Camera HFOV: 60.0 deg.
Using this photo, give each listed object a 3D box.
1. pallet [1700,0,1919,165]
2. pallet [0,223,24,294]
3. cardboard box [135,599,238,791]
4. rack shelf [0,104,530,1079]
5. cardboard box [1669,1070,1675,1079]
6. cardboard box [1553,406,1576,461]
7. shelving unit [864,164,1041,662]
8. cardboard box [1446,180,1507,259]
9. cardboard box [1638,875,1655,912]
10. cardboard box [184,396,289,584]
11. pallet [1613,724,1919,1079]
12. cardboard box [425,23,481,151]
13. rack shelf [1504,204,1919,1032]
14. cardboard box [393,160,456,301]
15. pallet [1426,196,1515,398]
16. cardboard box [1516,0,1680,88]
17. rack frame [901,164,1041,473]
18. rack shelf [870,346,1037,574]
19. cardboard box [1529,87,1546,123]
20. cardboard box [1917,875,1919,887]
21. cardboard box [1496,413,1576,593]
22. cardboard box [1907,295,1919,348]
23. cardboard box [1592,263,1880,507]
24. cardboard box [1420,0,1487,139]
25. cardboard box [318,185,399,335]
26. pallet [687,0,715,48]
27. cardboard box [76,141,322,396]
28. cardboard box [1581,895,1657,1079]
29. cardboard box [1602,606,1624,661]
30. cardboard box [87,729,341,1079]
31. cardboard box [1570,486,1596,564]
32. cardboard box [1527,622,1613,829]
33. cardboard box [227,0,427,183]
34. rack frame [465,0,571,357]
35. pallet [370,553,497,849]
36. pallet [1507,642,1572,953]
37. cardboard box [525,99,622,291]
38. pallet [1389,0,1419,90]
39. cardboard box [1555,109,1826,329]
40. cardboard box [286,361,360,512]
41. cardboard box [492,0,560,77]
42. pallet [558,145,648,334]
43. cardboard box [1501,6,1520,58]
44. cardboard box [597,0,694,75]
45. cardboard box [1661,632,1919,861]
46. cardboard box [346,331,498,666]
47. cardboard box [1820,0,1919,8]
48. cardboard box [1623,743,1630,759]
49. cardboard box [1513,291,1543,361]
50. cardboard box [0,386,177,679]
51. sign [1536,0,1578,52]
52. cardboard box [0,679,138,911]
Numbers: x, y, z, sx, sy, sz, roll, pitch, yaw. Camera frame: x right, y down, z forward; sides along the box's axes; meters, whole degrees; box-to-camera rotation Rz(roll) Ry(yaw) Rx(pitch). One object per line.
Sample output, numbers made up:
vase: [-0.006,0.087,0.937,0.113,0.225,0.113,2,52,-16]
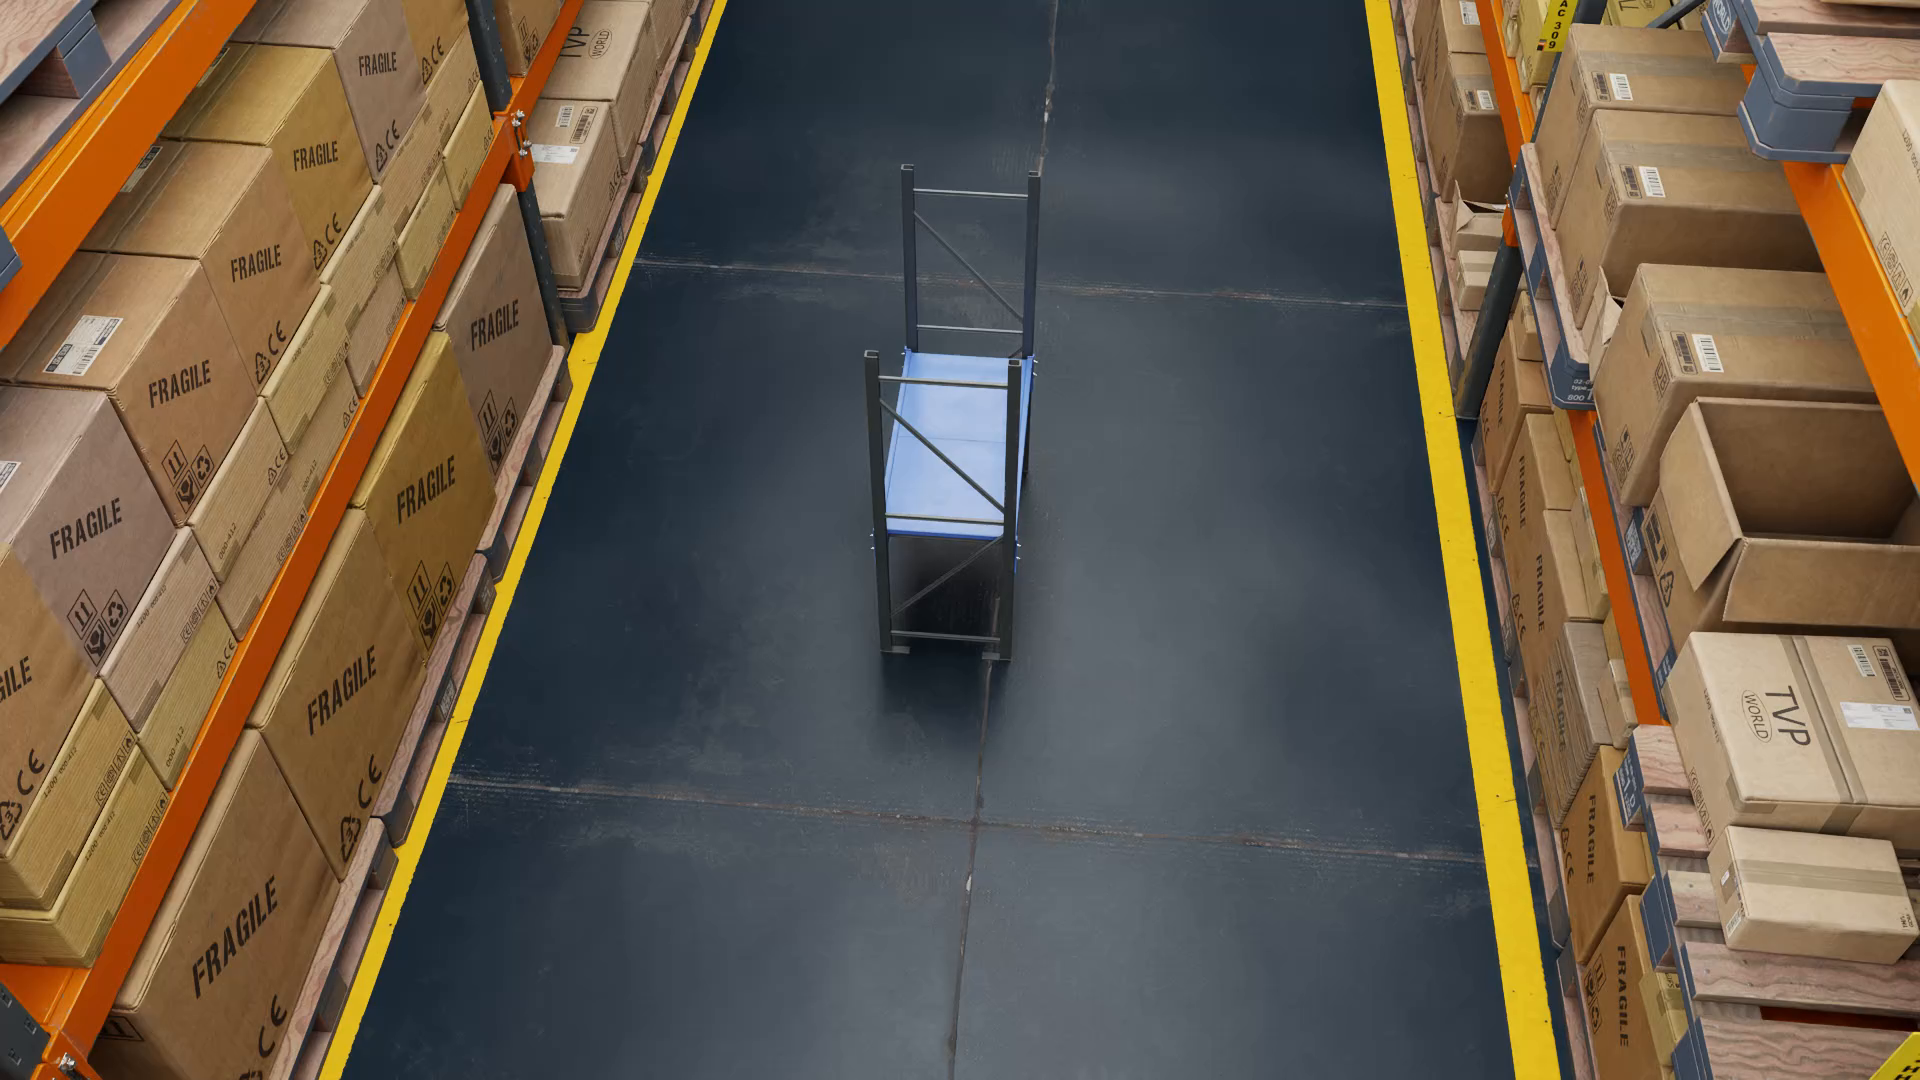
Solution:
pallet: [2.446,-1.261,3.991,1.213,0.211,1.003,4,48,4]
pallet: [-2.635,-0.365,3.173,1.213,0.211,1.003,6,48,5]
cardboard box: [-2.317,0.389,4.489,0.500,0.250,0.500,3,48,2]
rack shelf: [-2.459,-0.167,5.383,1.077,0.370,4.000,4,48,4]
cardboard box: [2.095,1.494,4.347,0.380,0.149,0.250,2,48,2]
cardboard box: [2.409,-0.422,6.099,0.380,0.149,0.250,2,48,2]
shelving unit: [-0.008,-0.443,6.165,0.538,1.500,1.048,4,48,4]
cardboard box: [2.458,-1.459,7.646,0.396,0.266,0.258,5,48,5]
cardboard box: [2.157,1.101,4.706,0.380,0.149,0.250,2,48,2]
cardboard box: [-2.243,-0.159,4.652,0.500,0.250,0.500,4,48,3]
pallet: [2.294,0.953,4.002,1.213,0.211,1.003,4,48,4]
cardboard box: [-2.075,-1.657,6.022,0.500,0.250,0.500,4,48,3]
rack shelf: [2.484,0.164,5.081,1.077,0.370,4.000,4,48,4]
cardboard box: [-2.114,-1.108,5.858,0.500,0.250,0.500,3,48,3]
pallet: [2.730,-1.112,7.650,1.003,0.211,1.213,4,48,4]
cardboard box: [2.470,-1.989,6.462,0.500,0.250,0.500,5,48,5]
rack frame: [0.039,-0.817,6.507,0.500,1.500,0.032,4,48,4]
rack shelf: [-0.008,-0.322,6.298,0.538,0.185,1.000,4,48,4]
cardboard box: [2.444,-1.715,6.482,0.380,0.149,0.250,4,48,4]
cardboard box: [2.505,0.848,3.615,0.500,0.500,0.500,6,48,5]
cardboard box: [2.360,-0.114,6.257,0.500,0.500,0.500,3,48,3]
cardboard box: [2.152,-0.334,3.117,0.500,0.250,0.500,4,48,4]
cardboard box: [2.281,-0.426,4.781,0.700,0.500,0.500,4,48,3]
cardboard box: [2.617,-2.335,8.289,0.500,0.500,0.500,5,48,4]
cardboard box: [-2.154,-0.908,5.337,0.500,0.250,0.500,5,48,4]
pallet: [-1.907,-3.285,9.637,1.003,0.211,1.213,4,48,4]
cardboard box: [-2.205,-0.772,4.704,0.500,0.500,0.500,5,48,4]
cardboard box: [2.183,1.401,4.872,0.500,0.500,0.500,3,48,3]
cardboard box: [2.317,0.344,5.398,0.380,0.149,0.250,4,48,4]
cardboard box: [-2.495,1.133,4.862,0.875,0.875,0.875,3,48,3]
cardboard box: [2.337,-0.038,5.748,0.380,0.149,0.250,4,48,3]
cardboard box: [2.257,0.633,5.574,0.500,0.500,0.500,2,48,2]
cardboard box: [-2.107,-1.525,5.392,0.500,0.500,0.500,5,48,4]
rack frame: [-2.277,-1.879,6.462,1.000,3.000,0.127,4,48,4]
pallet: [-2.380,0.533,6.146,1.003,0.211,1.213,4,48,4]
pallet: [2.522,0.892,5.817,1.003,0.211,1.213,4,48,4]
cardboard box: [-2.112,-1.611,7.668,0.875,0.438,0.875,3,48,3]
pallet: [2.953,-2.905,9.290,1.003,0.211,1.213,4,48,4]
cardboard box: [2.353,-1.003,5.308,0.700,0.500,0.500,4,48,4]
cardboard box: [-2.222,-0.359,5.173,0.500,0.250,0.500,4,48,4]
cardboard box: [-1.973,-2.240,6.725,0.500,0.500,0.500,5,48,5]
pallet: [-2.129,-1.492,7.997,1.003,0.211,1.213,4,48,4]
cardboard box: [2.446,-2.100,6.834,0.380,0.149,0.250,5,48,5]
cardboard box: [-1.948,-2.931,8.876,0.875,0.438,0.875,5,48,5]
cardboard box: [2.076,0.503,4.100,0.500,0.250,0.500,2,48,2]
cardboard box: [-2.328,-0.179,6.062,0.875,0.875,0.875,5,48,5]
cardboard box: [2.129,-1.327,3.742,0.380,0.149,0.250,5,48,4]
cardboard box: [2.248,0.726,5.048,0.380,0.149,0.250,3,48,3]
cardboard box: [2.369,-0.820,6.463,0.380,0.149,0.250,6,48,5]
cardboard box: [-2.317,-0.022,4.018,0.500,0.500,0.500,4,48,4]
sign: [2.126,-1.871,5.868,0.100,0.325,0.005,4,48,4]
cardboard box: [-2.349,0.586,3.970,0.500,0.250,0.500,4,48,3]
